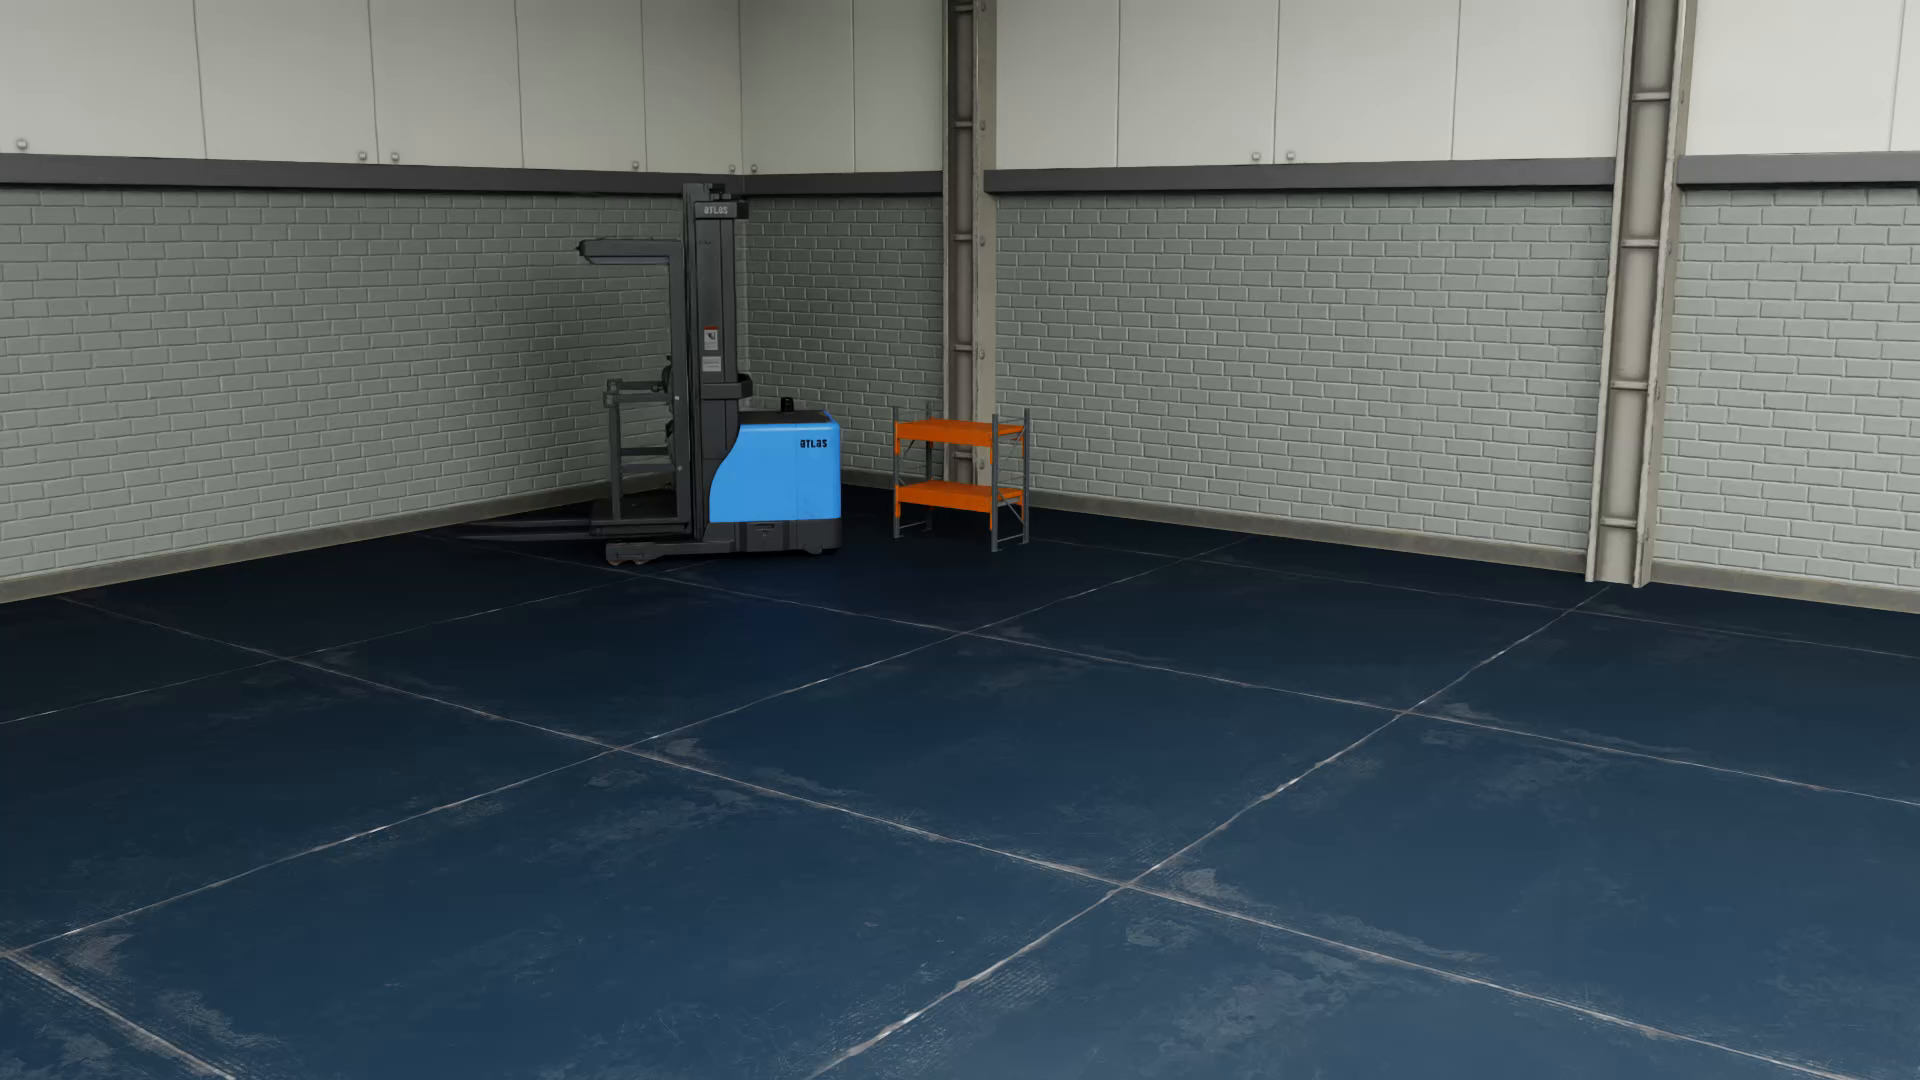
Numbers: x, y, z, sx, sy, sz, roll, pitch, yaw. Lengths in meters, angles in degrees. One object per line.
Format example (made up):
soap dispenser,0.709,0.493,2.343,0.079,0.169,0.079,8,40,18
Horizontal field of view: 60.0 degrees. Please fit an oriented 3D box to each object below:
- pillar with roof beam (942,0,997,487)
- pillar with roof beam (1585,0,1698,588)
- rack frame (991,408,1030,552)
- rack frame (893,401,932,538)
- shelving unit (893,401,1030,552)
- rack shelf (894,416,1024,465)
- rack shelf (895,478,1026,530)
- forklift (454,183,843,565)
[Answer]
pillar with roof beam,-2.461,-4.127,11.669,0.400,9.000,9.100,8,13,36
pillar with roof beam,2.375,-3.452,8.182,0.400,9.000,9.100,8,13,36
rack frame,0.415,-0.494,13.624,0.032,1.125,0.500,8,13,36
rack frame,-0.404,-0.609,14.214,0.032,1.125,0.500,8,13,36
shelving unit,0.005,-0.552,13.919,1.048,1.125,0.538,8,13,36
rack shelf,0.005,-0.839,13.863,1.000,0.278,0.538,8,13,36
rack shelf,0.005,-0.311,13.965,1.000,0.278,0.538,8,13,36
forklift,-2.507,-1.352,13.299,3.031,2.935,1.130,-2,11,-10
